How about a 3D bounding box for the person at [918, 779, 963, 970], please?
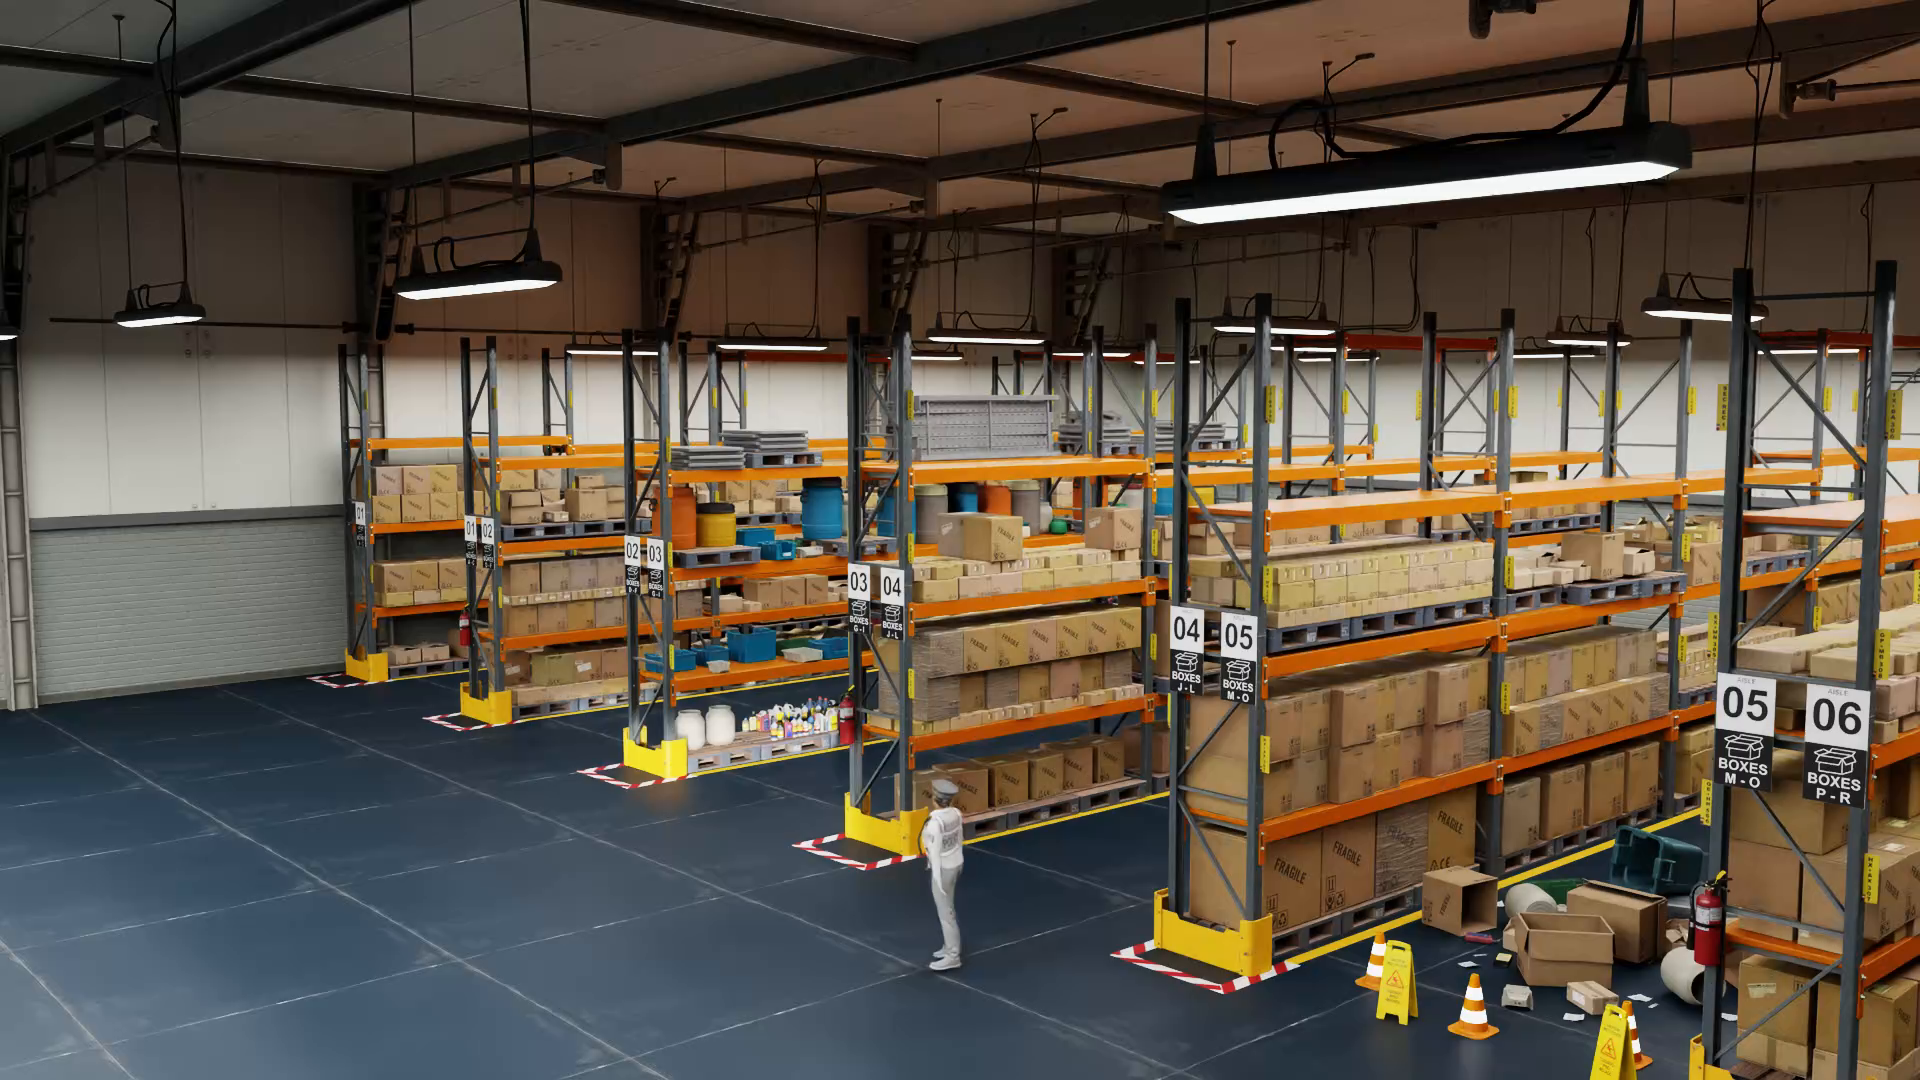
[{"bbox_3d":[-0.136,2.992,14.981,0.399,1.722,0.600,2,5,19],"label":"person"}]
